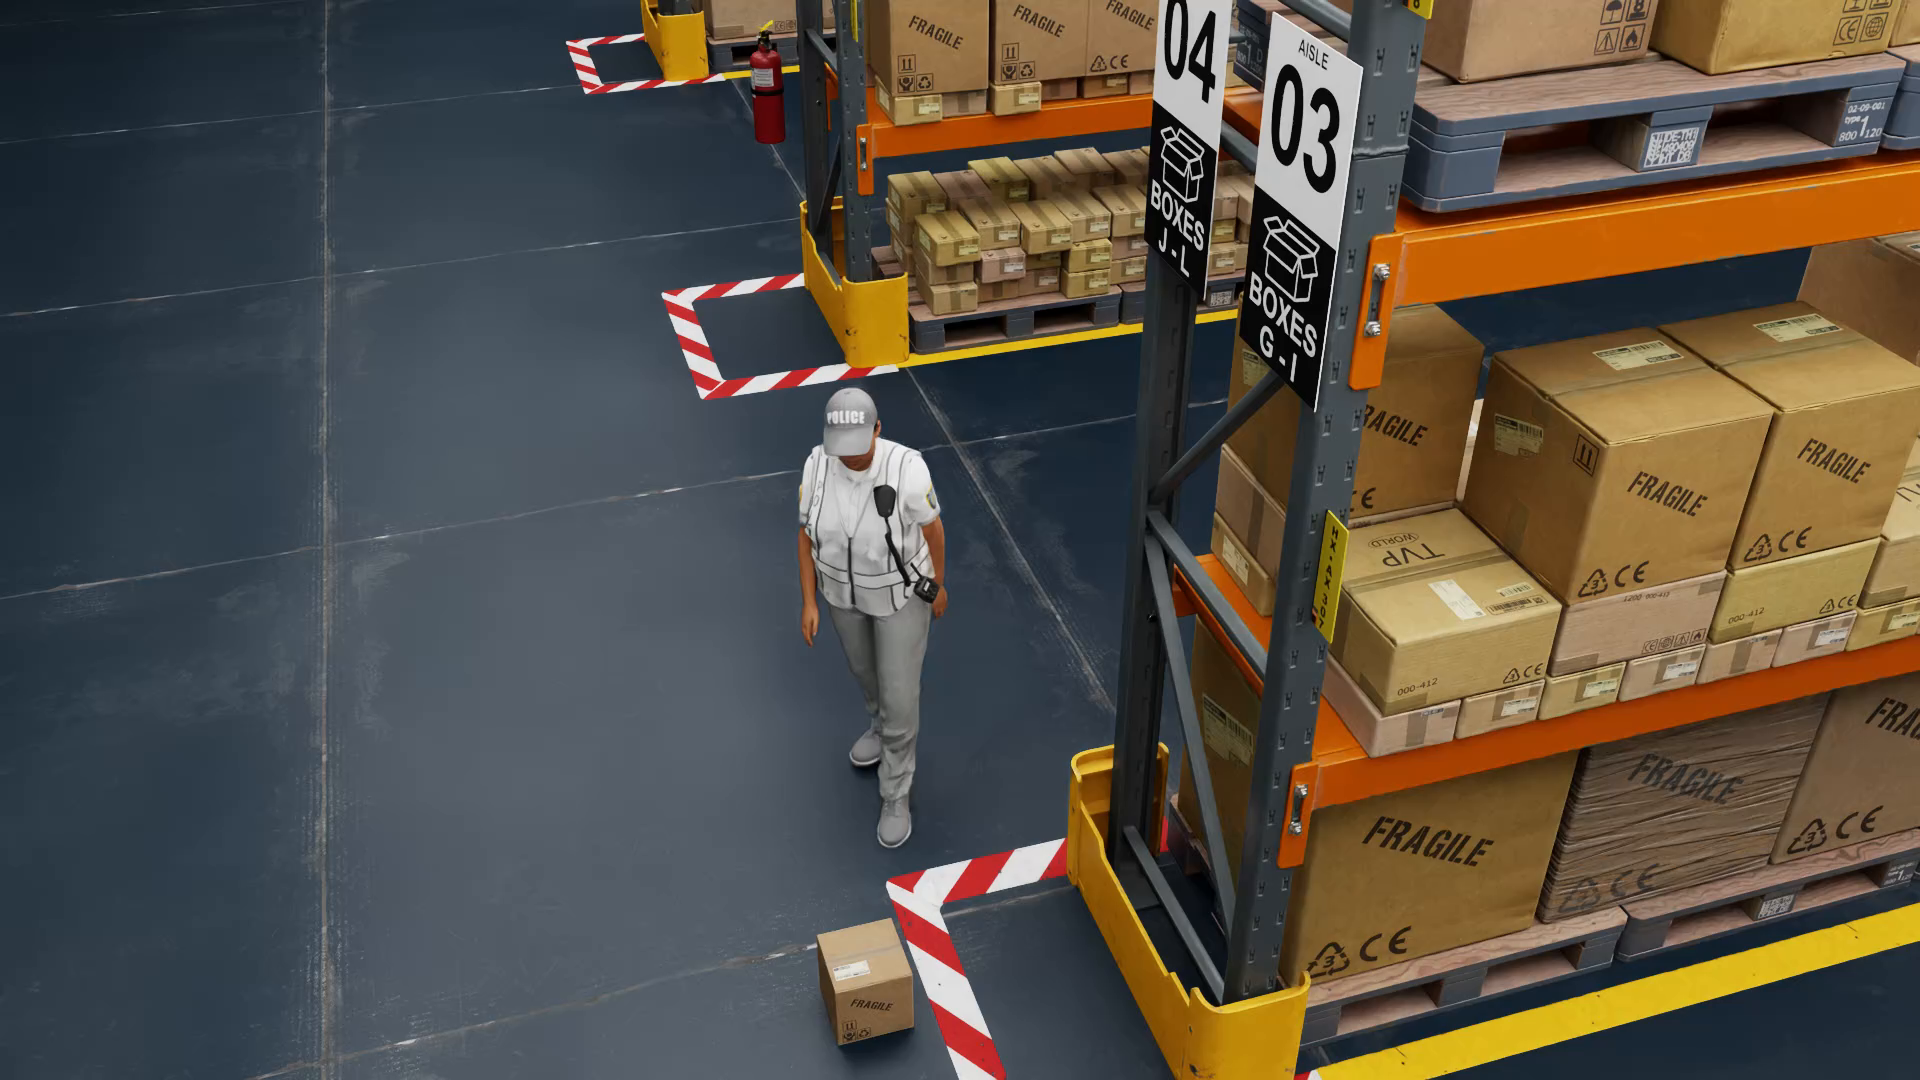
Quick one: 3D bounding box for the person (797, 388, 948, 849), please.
[{"bbox_3d":[-0.322,0.218,5.811,0.502,1.679,0.611,14,36,19],"label":"person"}]
